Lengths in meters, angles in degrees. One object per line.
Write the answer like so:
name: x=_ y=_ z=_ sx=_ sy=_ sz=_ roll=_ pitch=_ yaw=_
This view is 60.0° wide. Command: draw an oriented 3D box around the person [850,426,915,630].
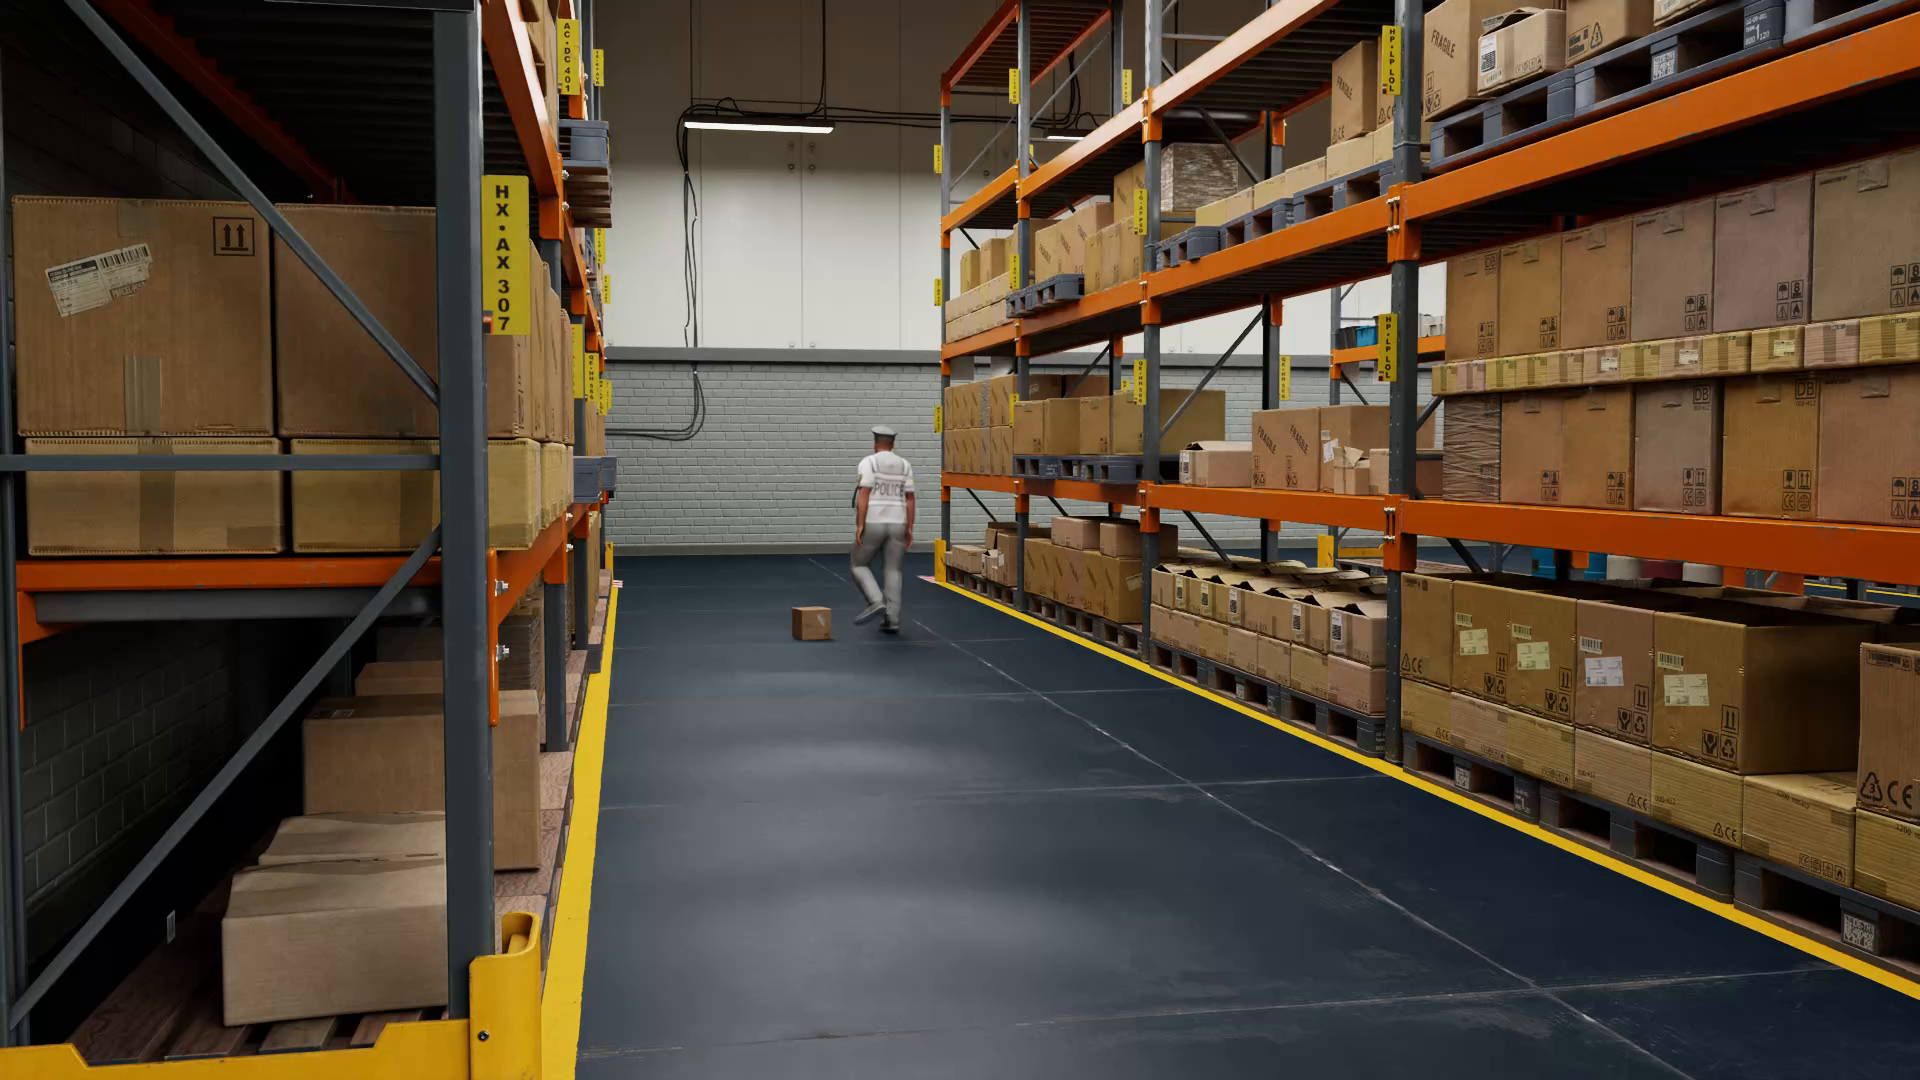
person: x=-0.653 y=-0.107 z=14.247 sx=0.591 sy=1.752 sz=0.484 roll=-1 pitch=3 yaw=-25
